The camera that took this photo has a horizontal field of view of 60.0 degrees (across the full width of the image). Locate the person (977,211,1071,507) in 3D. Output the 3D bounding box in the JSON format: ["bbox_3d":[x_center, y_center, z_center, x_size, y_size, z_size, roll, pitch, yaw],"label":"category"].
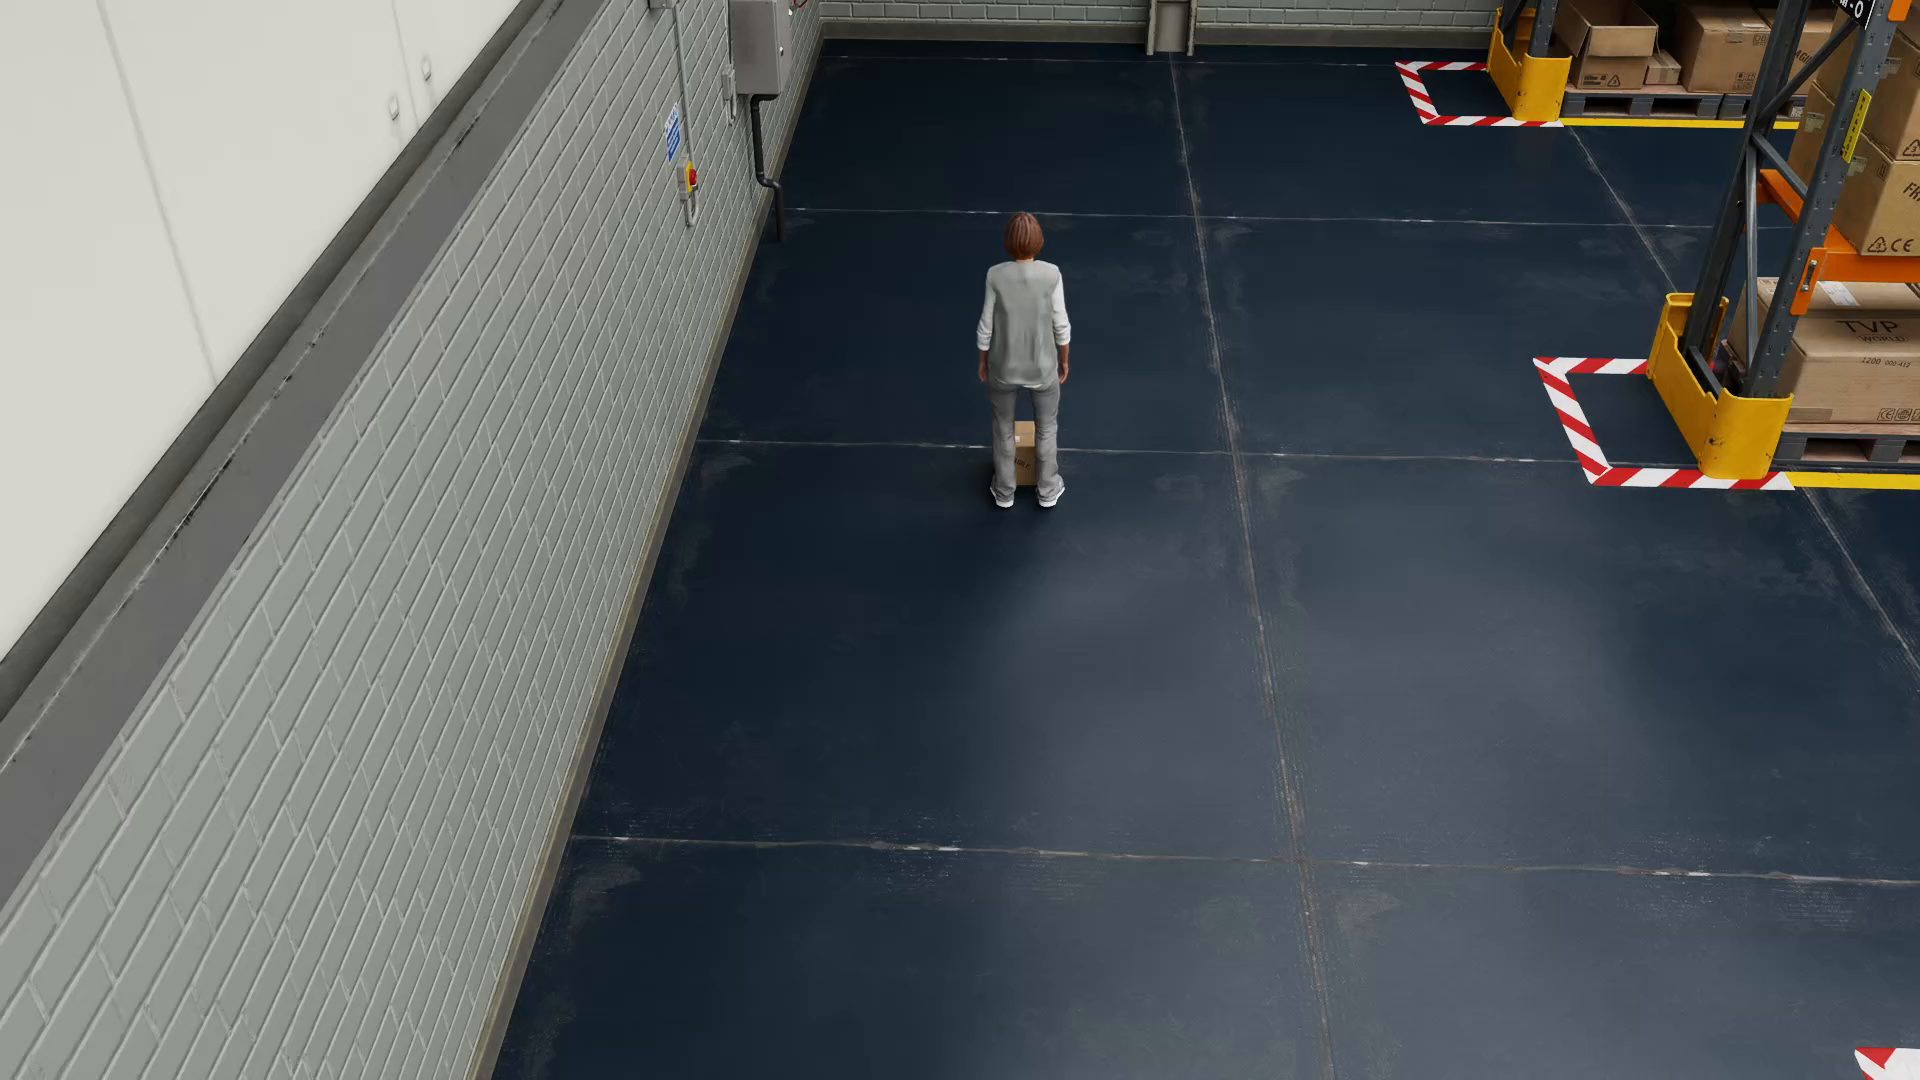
[{"bbox_3d":[0.317,-0.860,8.307,0.465,1.581,0.348,1,36,2],"label":"person"}]
